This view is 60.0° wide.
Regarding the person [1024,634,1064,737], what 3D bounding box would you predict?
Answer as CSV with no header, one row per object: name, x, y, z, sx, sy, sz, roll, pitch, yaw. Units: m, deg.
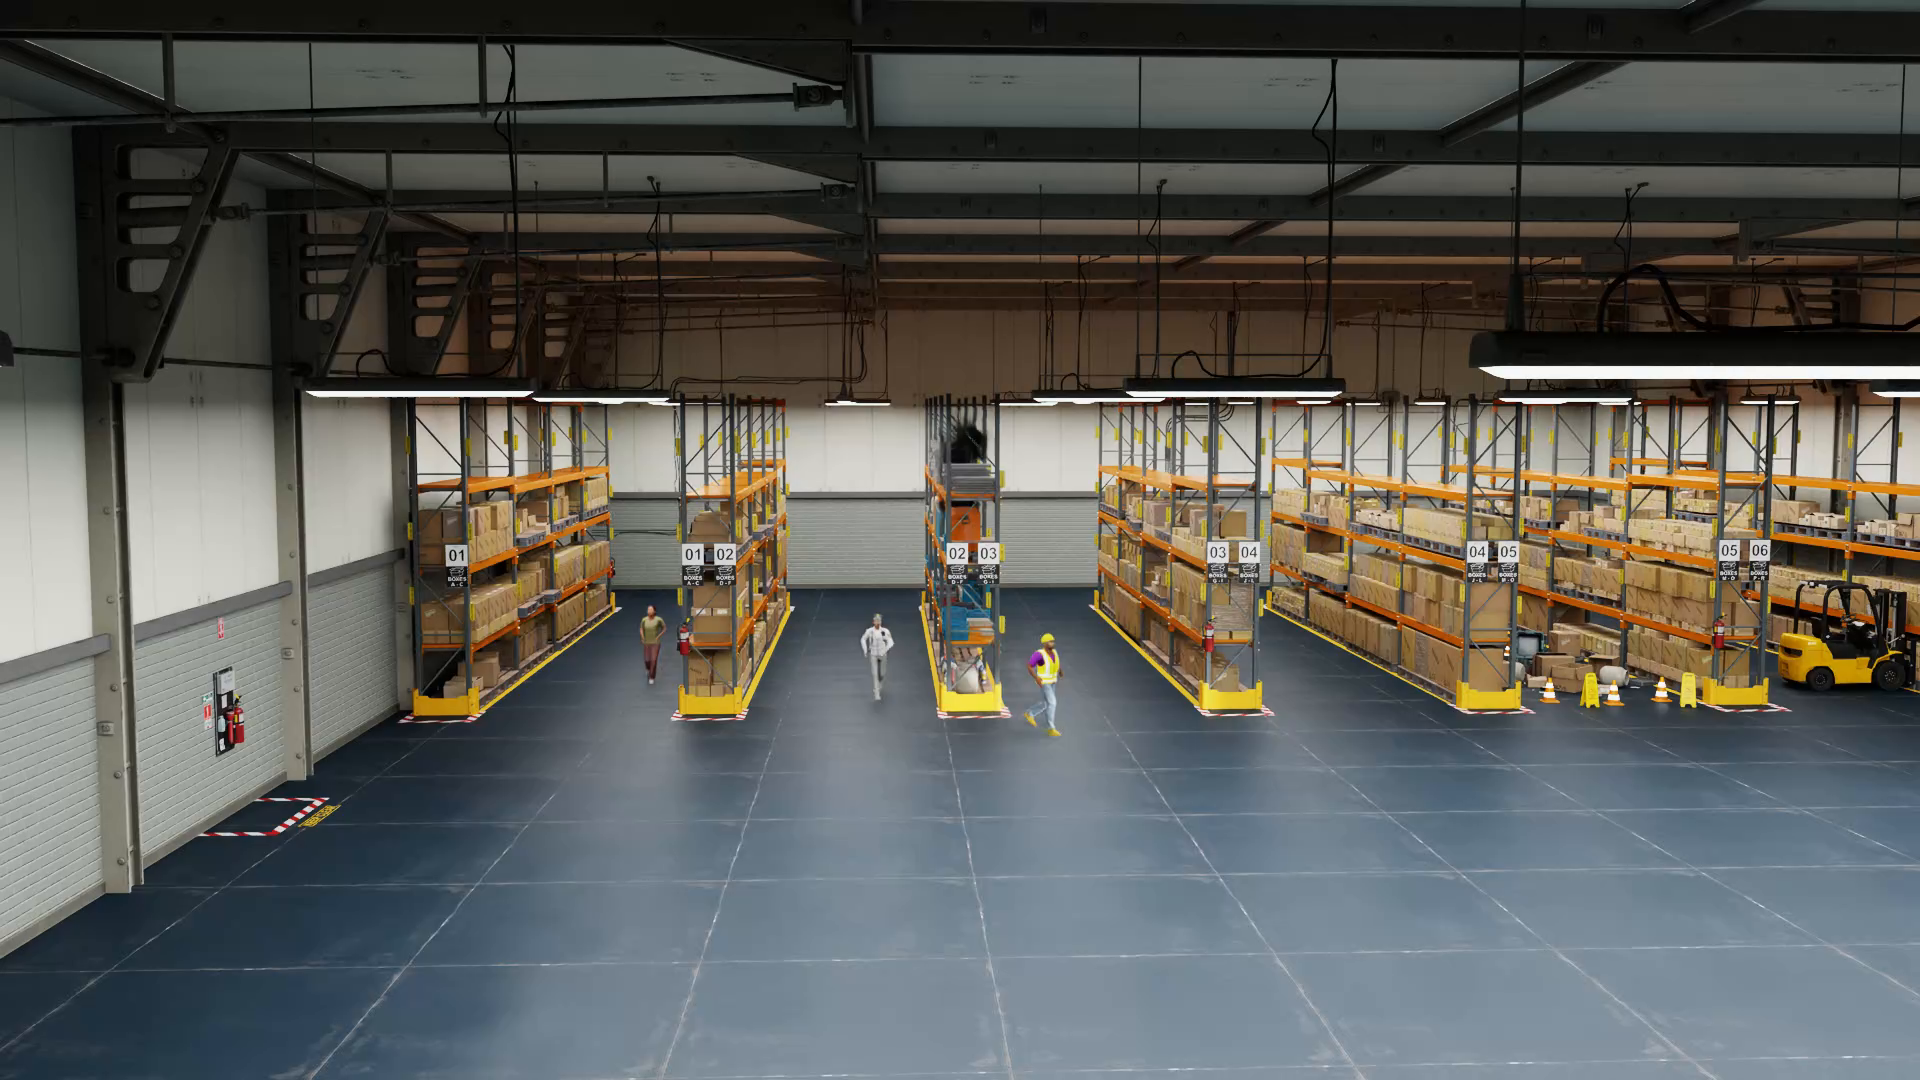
person,1.475,2.525,29.323,0.848,1.780,0.692,4,6,38

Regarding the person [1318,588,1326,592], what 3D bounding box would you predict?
person,10.567,1.063,48.774,0.732,1.584,1.093,-2,5,-26

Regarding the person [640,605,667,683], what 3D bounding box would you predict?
person,-6.424,2.166,34.817,0.574,1.639,0.585,0,5,0

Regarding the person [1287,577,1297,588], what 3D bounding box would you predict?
person,9.758,1.032,48.780,0.554,1.655,0.602,-1,5,-9

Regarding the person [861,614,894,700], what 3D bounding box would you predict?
person,-1.636,2.282,32.874,0.642,1.667,0.837,-1,5,-7
